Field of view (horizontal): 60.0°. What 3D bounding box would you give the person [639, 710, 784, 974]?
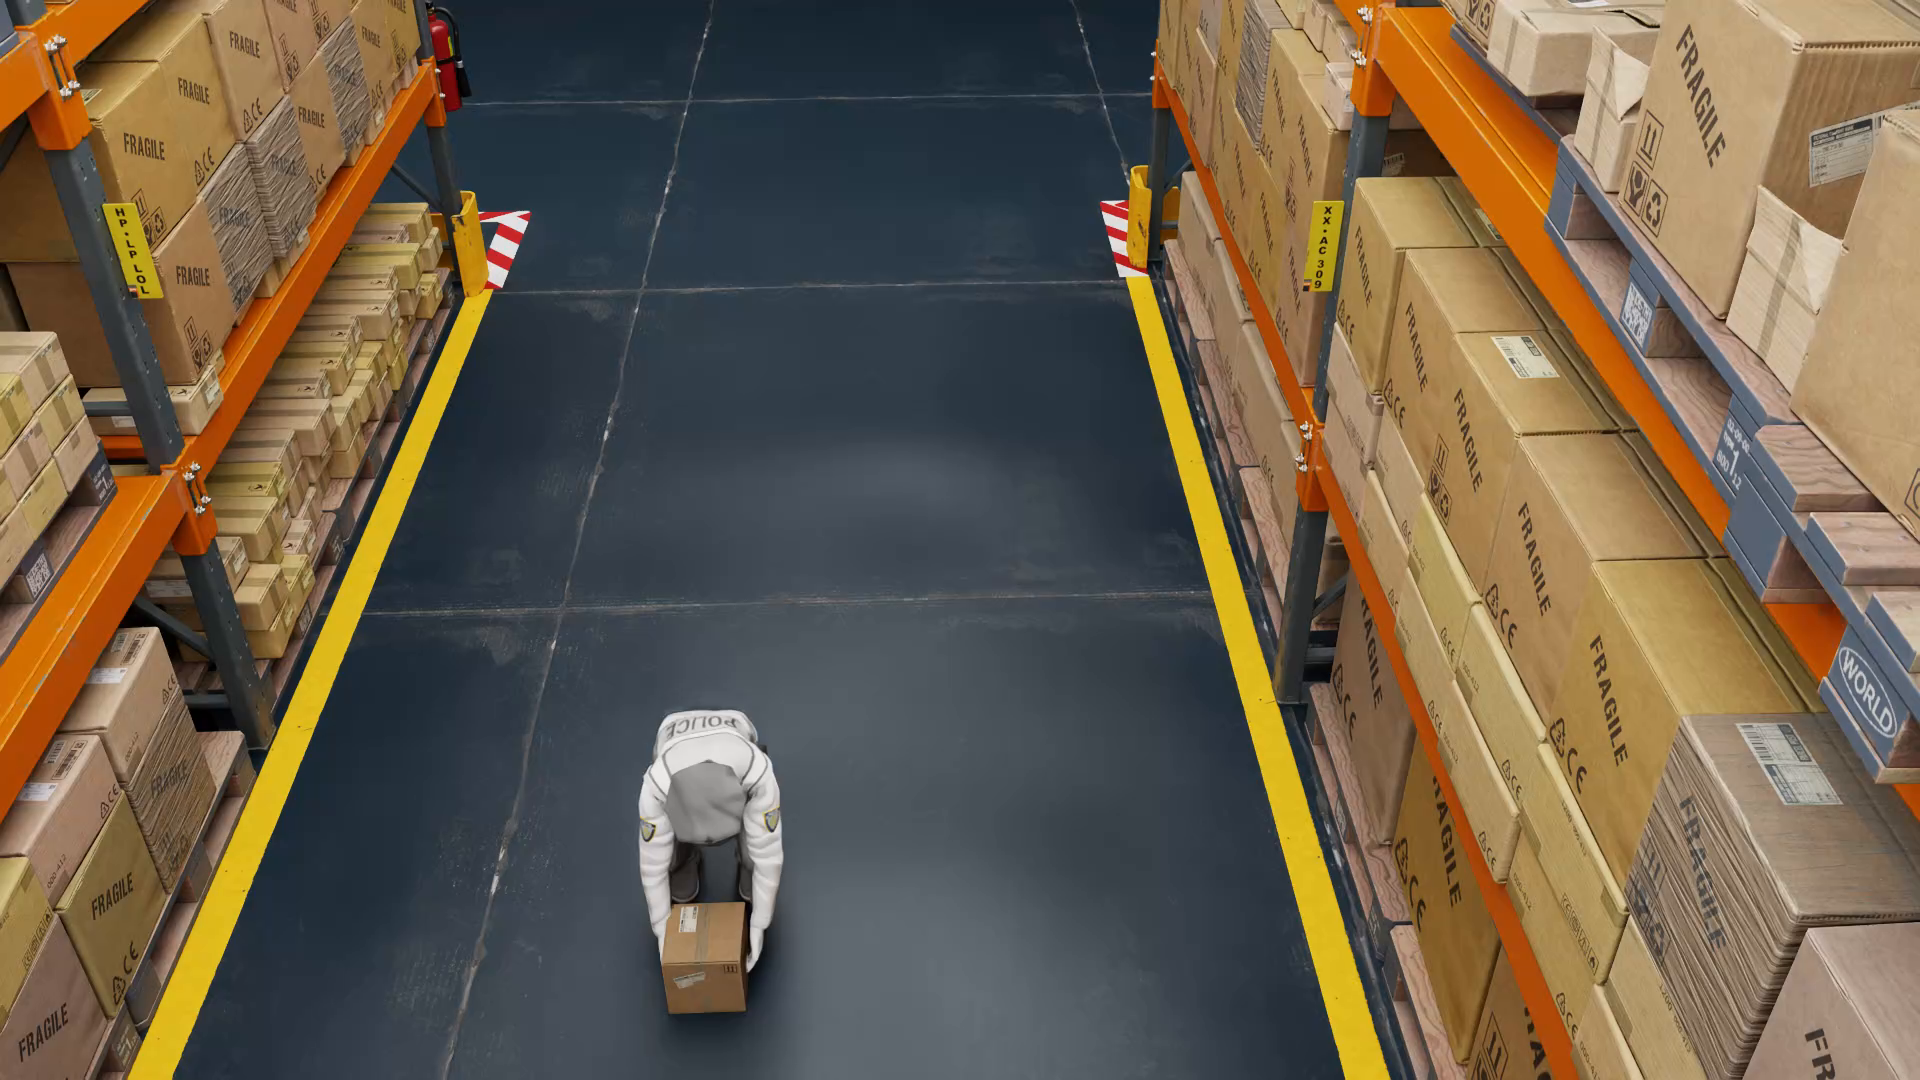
[{"bbox_3d":[-0.828,0.911,5.534,0.487,0.898,0.856,-2,35,-2],"label":"person"}]
